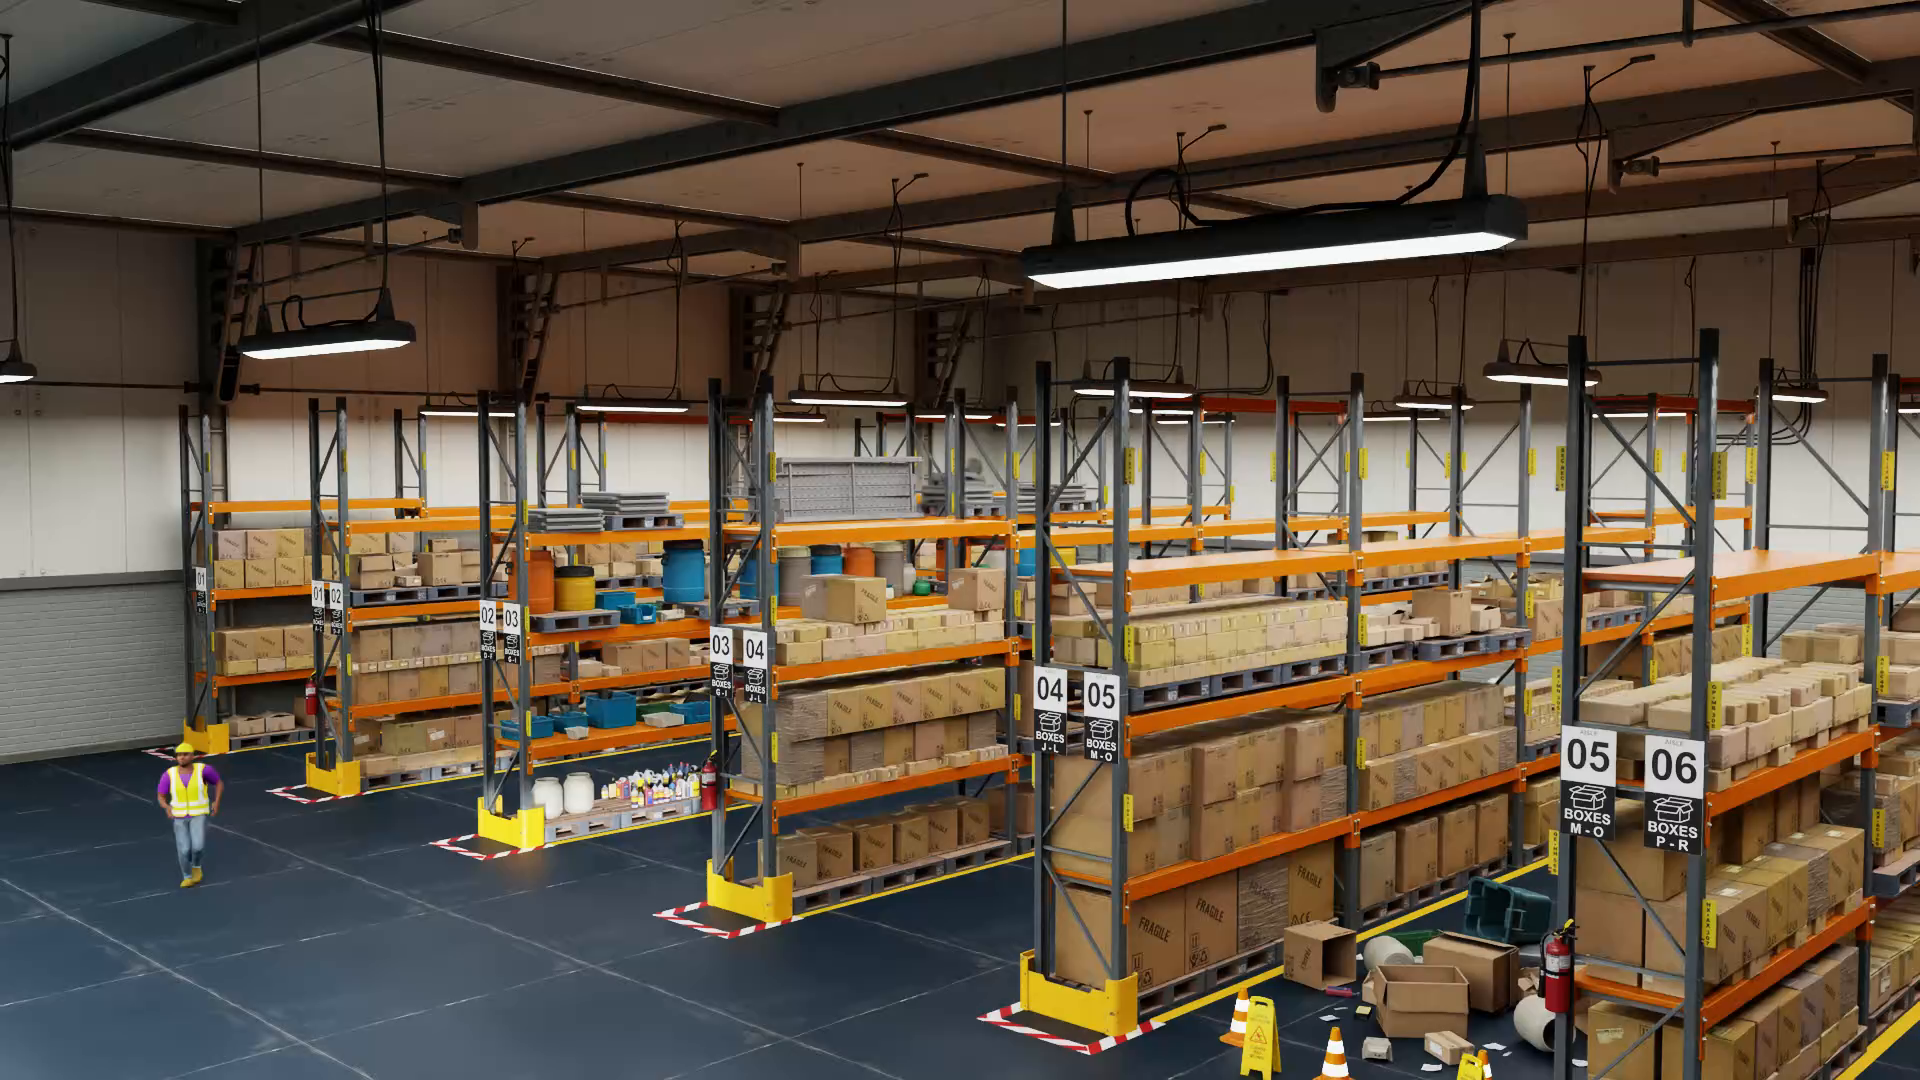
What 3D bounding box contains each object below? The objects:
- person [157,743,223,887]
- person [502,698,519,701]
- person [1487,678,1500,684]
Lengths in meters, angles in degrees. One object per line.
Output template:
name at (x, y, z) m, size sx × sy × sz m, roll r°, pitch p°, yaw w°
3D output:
person at (-9.121, 3.262, 19.677) m, size 0.704 × 1.721 × 0.555 m, roll -1°, pitch 3°, yaw -19°
person at (-8.148, 2.791, 30.188) m, size 0.547 × 1.563 × 0.755 m, roll 2°, pitch 3°, yaw 29°
person at (8.101, 2.963, 25.273) m, size 0.669 × 1.737 × 0.597 m, roll 2°, pitch 4°, yaw 38°
